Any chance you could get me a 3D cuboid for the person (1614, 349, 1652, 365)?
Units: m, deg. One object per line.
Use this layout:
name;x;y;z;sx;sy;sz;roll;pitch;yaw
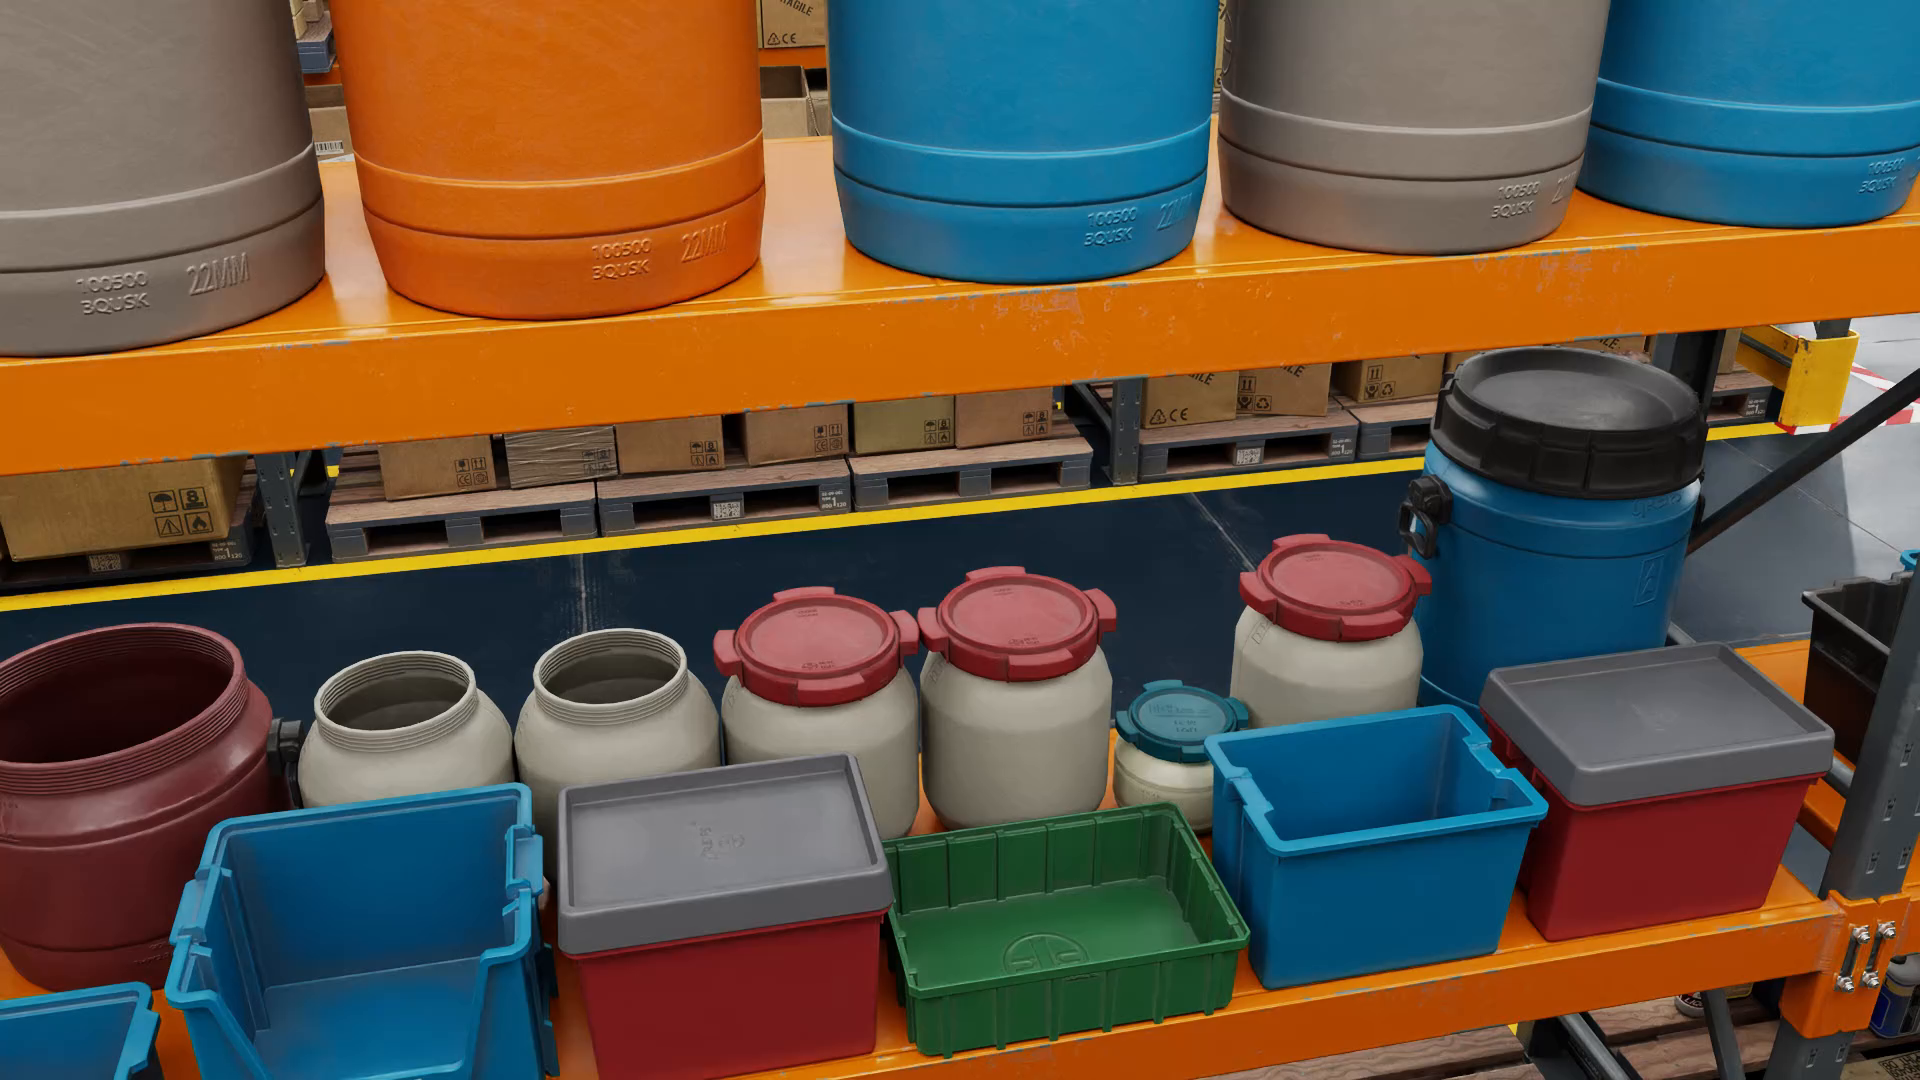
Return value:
person;2.303;0.082;5.940;0.418;1.614;0.409;-6;28;-11
